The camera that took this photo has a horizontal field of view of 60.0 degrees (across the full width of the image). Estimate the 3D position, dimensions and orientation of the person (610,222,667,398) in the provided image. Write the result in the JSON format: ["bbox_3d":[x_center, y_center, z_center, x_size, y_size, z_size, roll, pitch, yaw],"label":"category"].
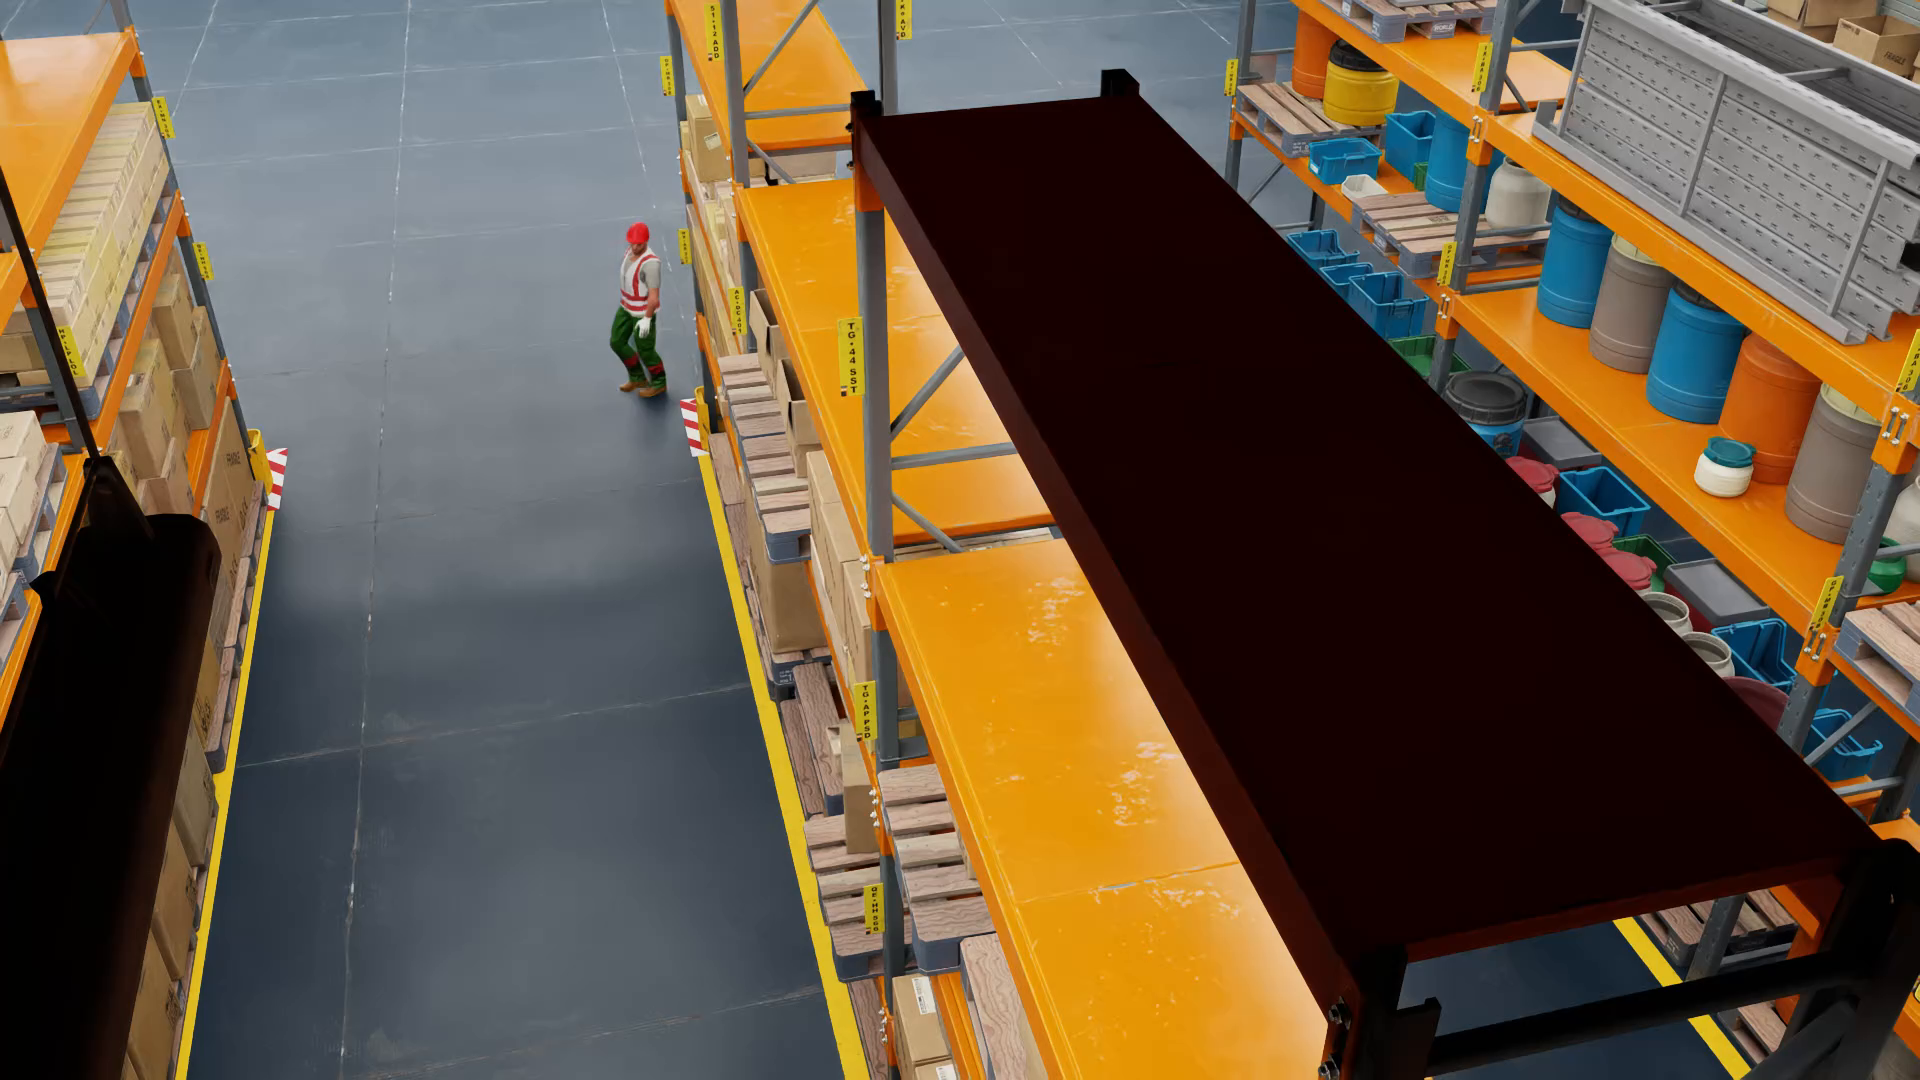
[{"bbox_3d":[-3.042,-2.140,15.634,0.466,1.783,0.590,-26,42,-33],"label":"person"}]
